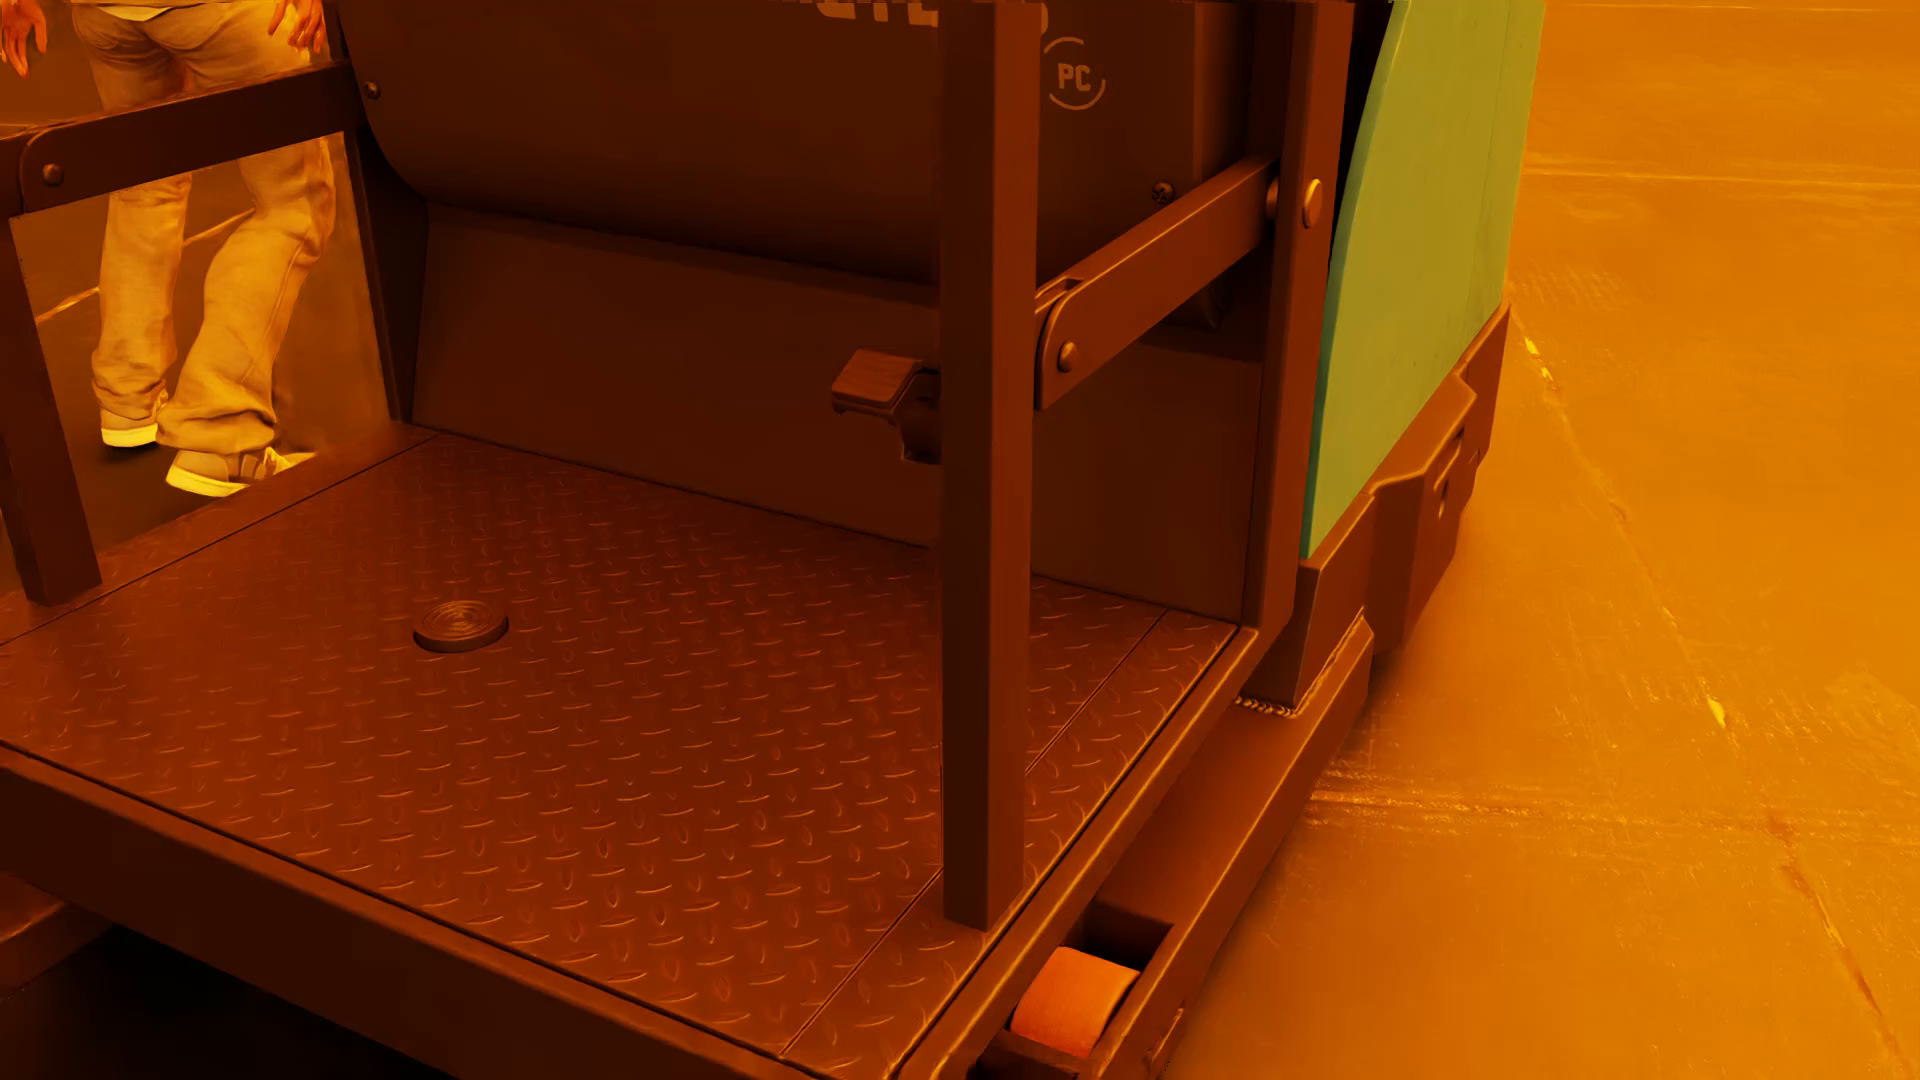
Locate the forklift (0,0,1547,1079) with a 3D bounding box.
[{"bbox_3d":[-0.296,-0.940,1.100,1.130,2.935,3.031,13,29,25],"label":"forklift"}]

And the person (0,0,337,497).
[{"bbox_3d":[-1.198,-0.803,2.436,0.732,1.547,0.438,12,29,22],"label":"person"}]
